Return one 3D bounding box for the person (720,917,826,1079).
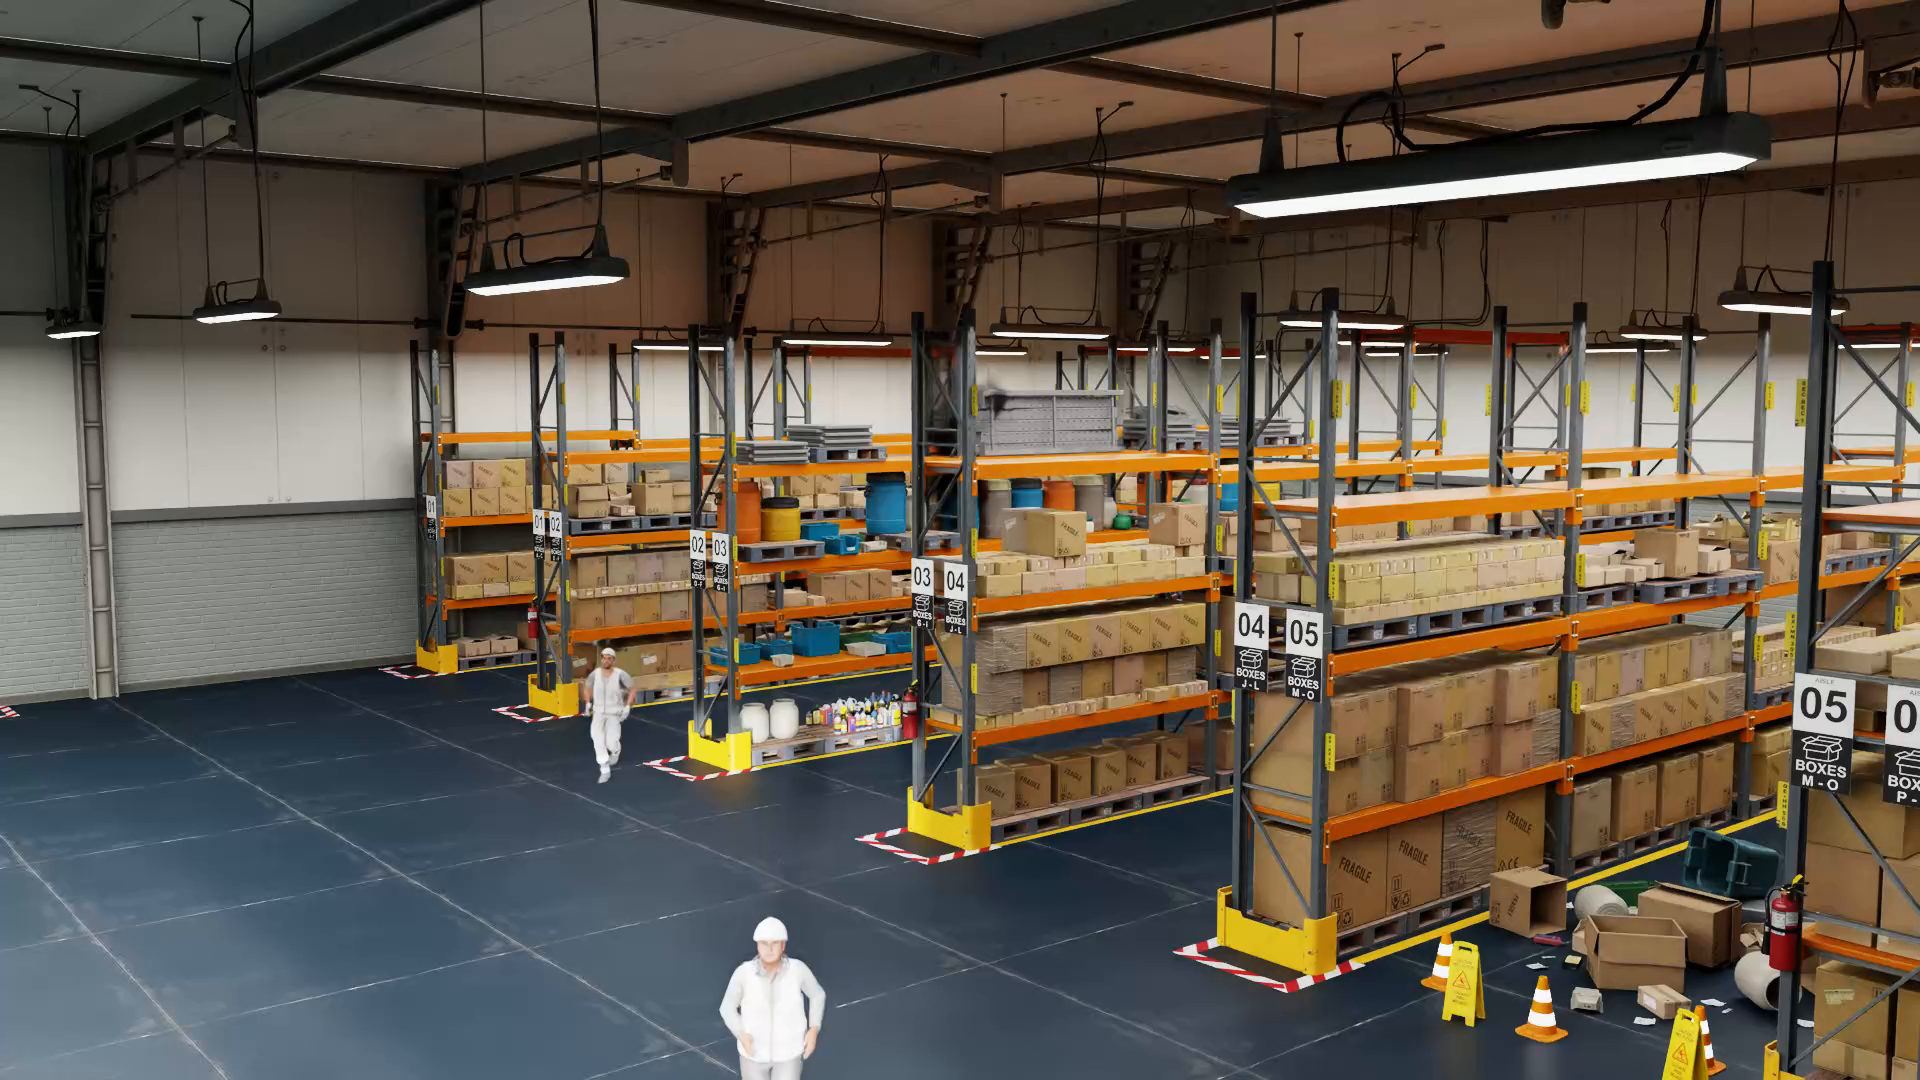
[{"bbox_3d":[-1.206,3.302,10.773,0.684,1.774,0.772,0,5,-5],"label":"person"}]

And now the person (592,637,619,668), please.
[{"bbox_3d":[-6.098,1.596,28.888,0.677,1.836,0.908,5,7,44],"label":"person"}]

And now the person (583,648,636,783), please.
[{"bbox_3d":[-4.624,2.280,21.937,0.693,1.747,0.620,0,5,1],"label":"person"}]
